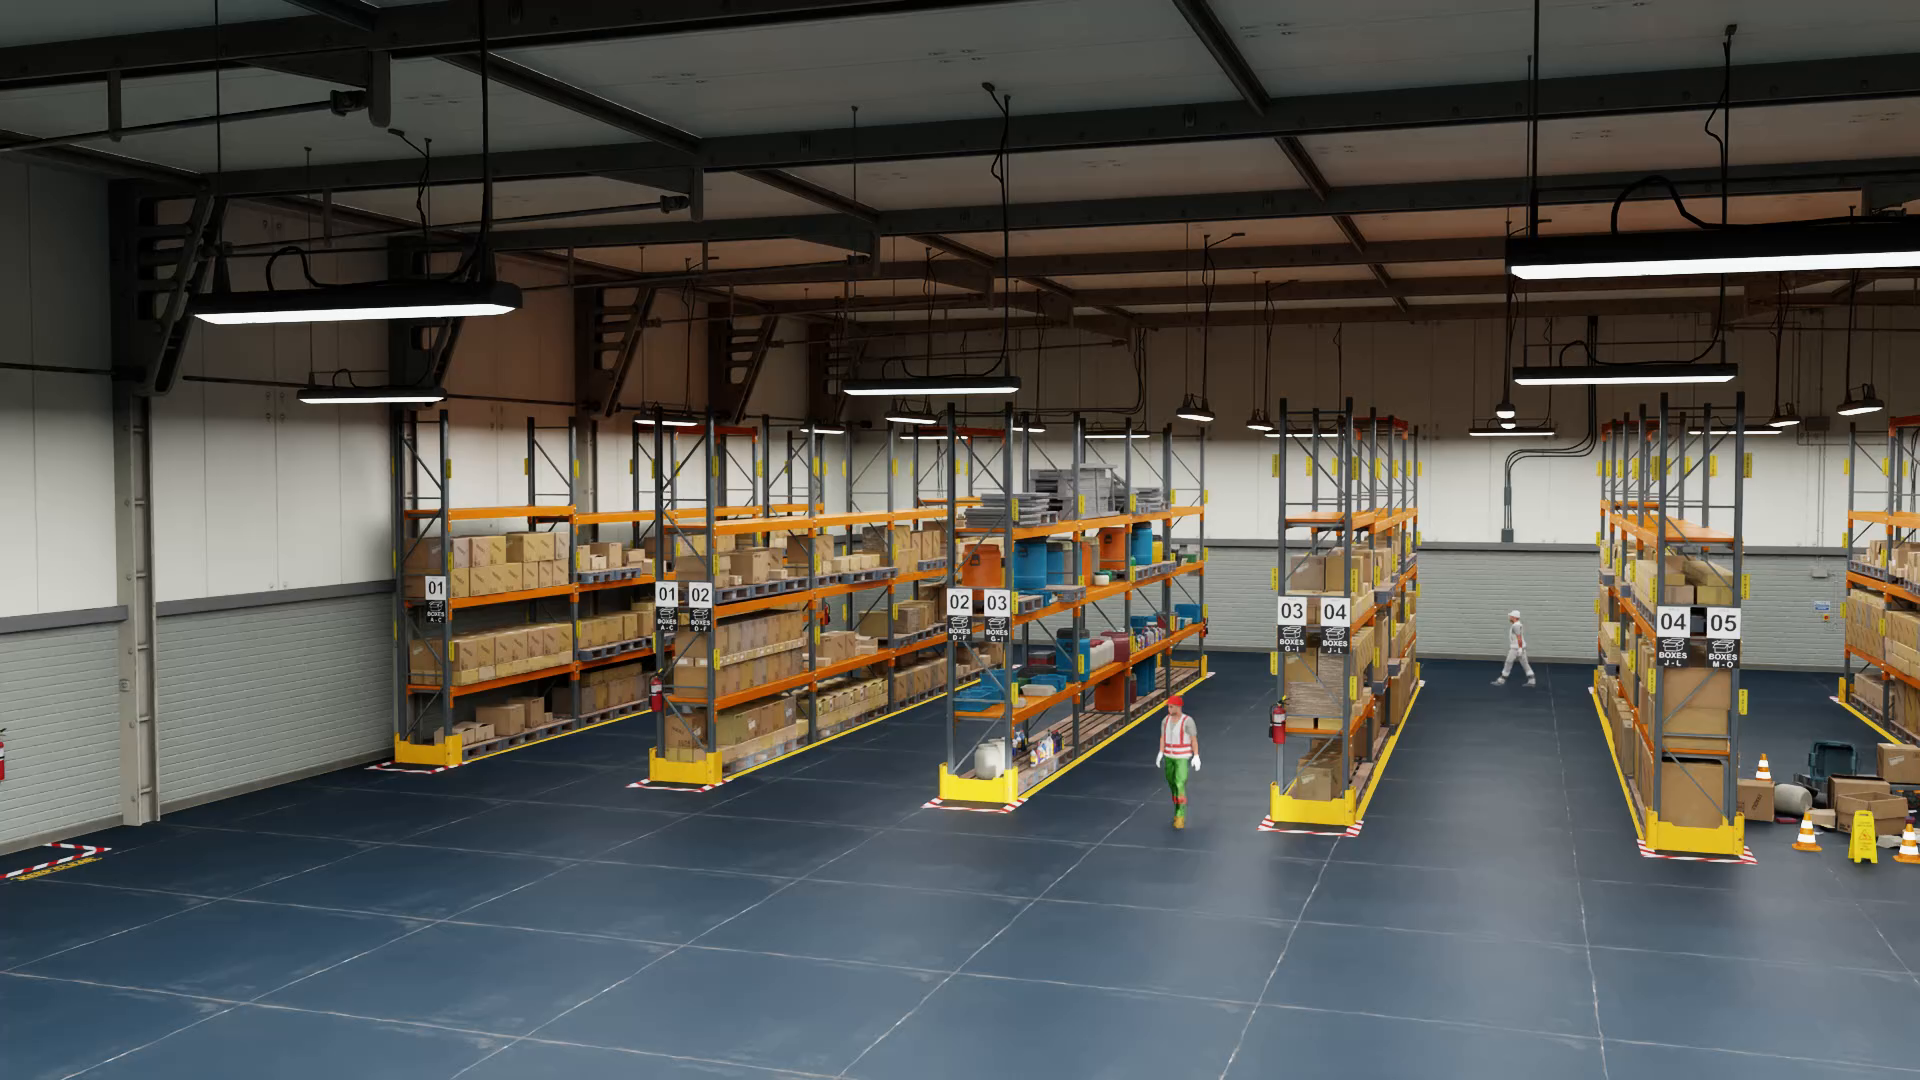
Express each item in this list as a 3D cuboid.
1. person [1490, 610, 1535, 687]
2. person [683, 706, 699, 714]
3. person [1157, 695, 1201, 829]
[{"bbox_3d":[12.702,2.474,38.090,0.981,1.723,0.544,2,3,40],"label":"person"},{"bbox_3d":[-4.941,2.816,31.346,0.609,1.788,0.626,2,3,34],"label":"person"},{"bbox_3d":[3.020,3.102,23.480,0.623,1.791,0.639,2,3,44],"label":"person"}]
